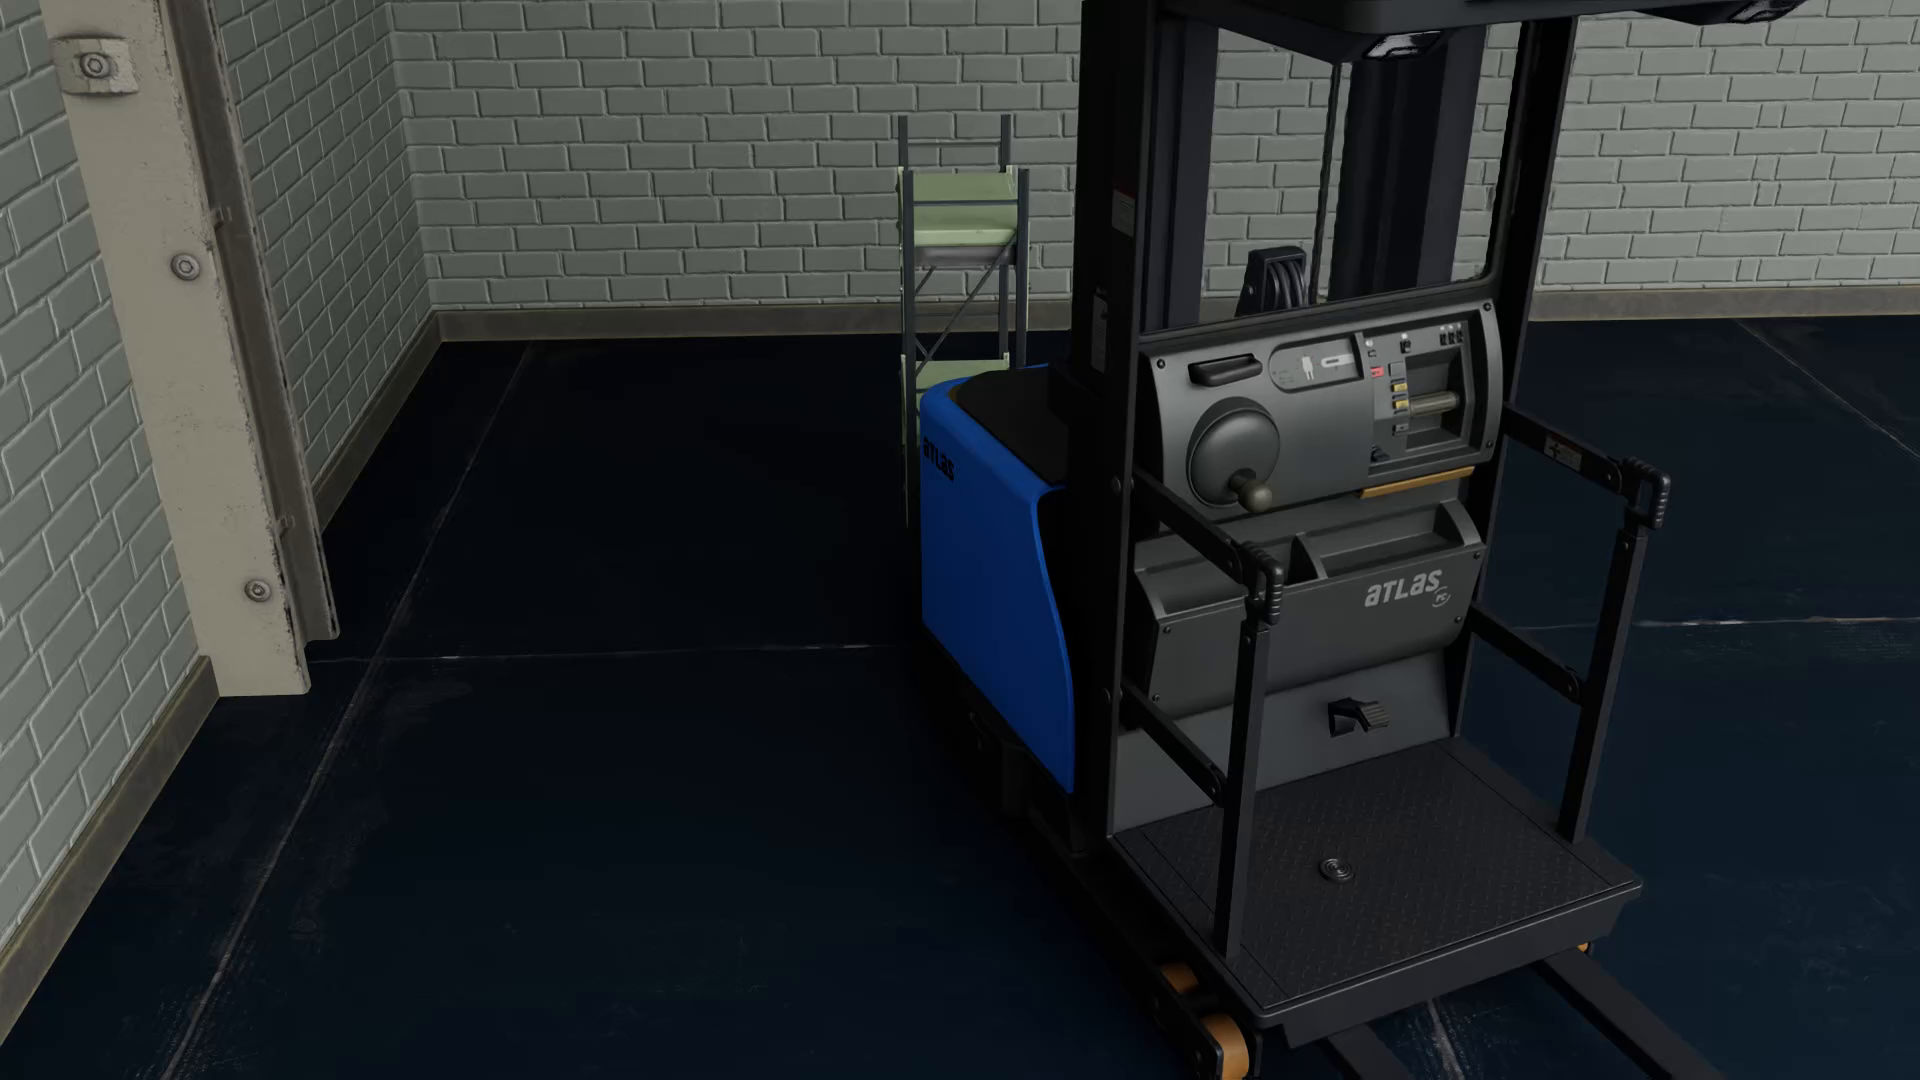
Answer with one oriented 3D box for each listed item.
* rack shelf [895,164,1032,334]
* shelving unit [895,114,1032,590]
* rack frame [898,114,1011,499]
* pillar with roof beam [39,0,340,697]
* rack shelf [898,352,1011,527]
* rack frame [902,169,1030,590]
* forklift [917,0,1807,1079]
[{"bbox_3d":[0.000,-1.014,5.729,0.431,0.370,0.720,-1,28,-3],"label":"rack shelf"},{"bbox_3d":[0.000,-0.668,5.909,0.431,1.500,0.755,-1,28,-3],"label":"shelving unit"},{"bbox_3d":[-0.019,-0.837,6.233,0.400,1.500,0.023,-1,28,-3],"label":"rack frame"},{"bbox_3d":[2.049,-3.691,3.595,9.100,9.000,0.400,-1,28,-3],"label":"pillar with roof beam"},{"bbox_3d":[0.000,-0.379,6.060,0.431,0.370,0.720,-1,28,-3],"label":"rack shelf"},{"bbox_3d":[0.019,-0.499,5.585,0.400,1.500,0.023,-1,28,-3],"label":"rack frame"},{"bbox_3d":[0.933,-0.270,3.598,1.130,2.935,3.031,-12,30,-21],"label":"forklift"}]
